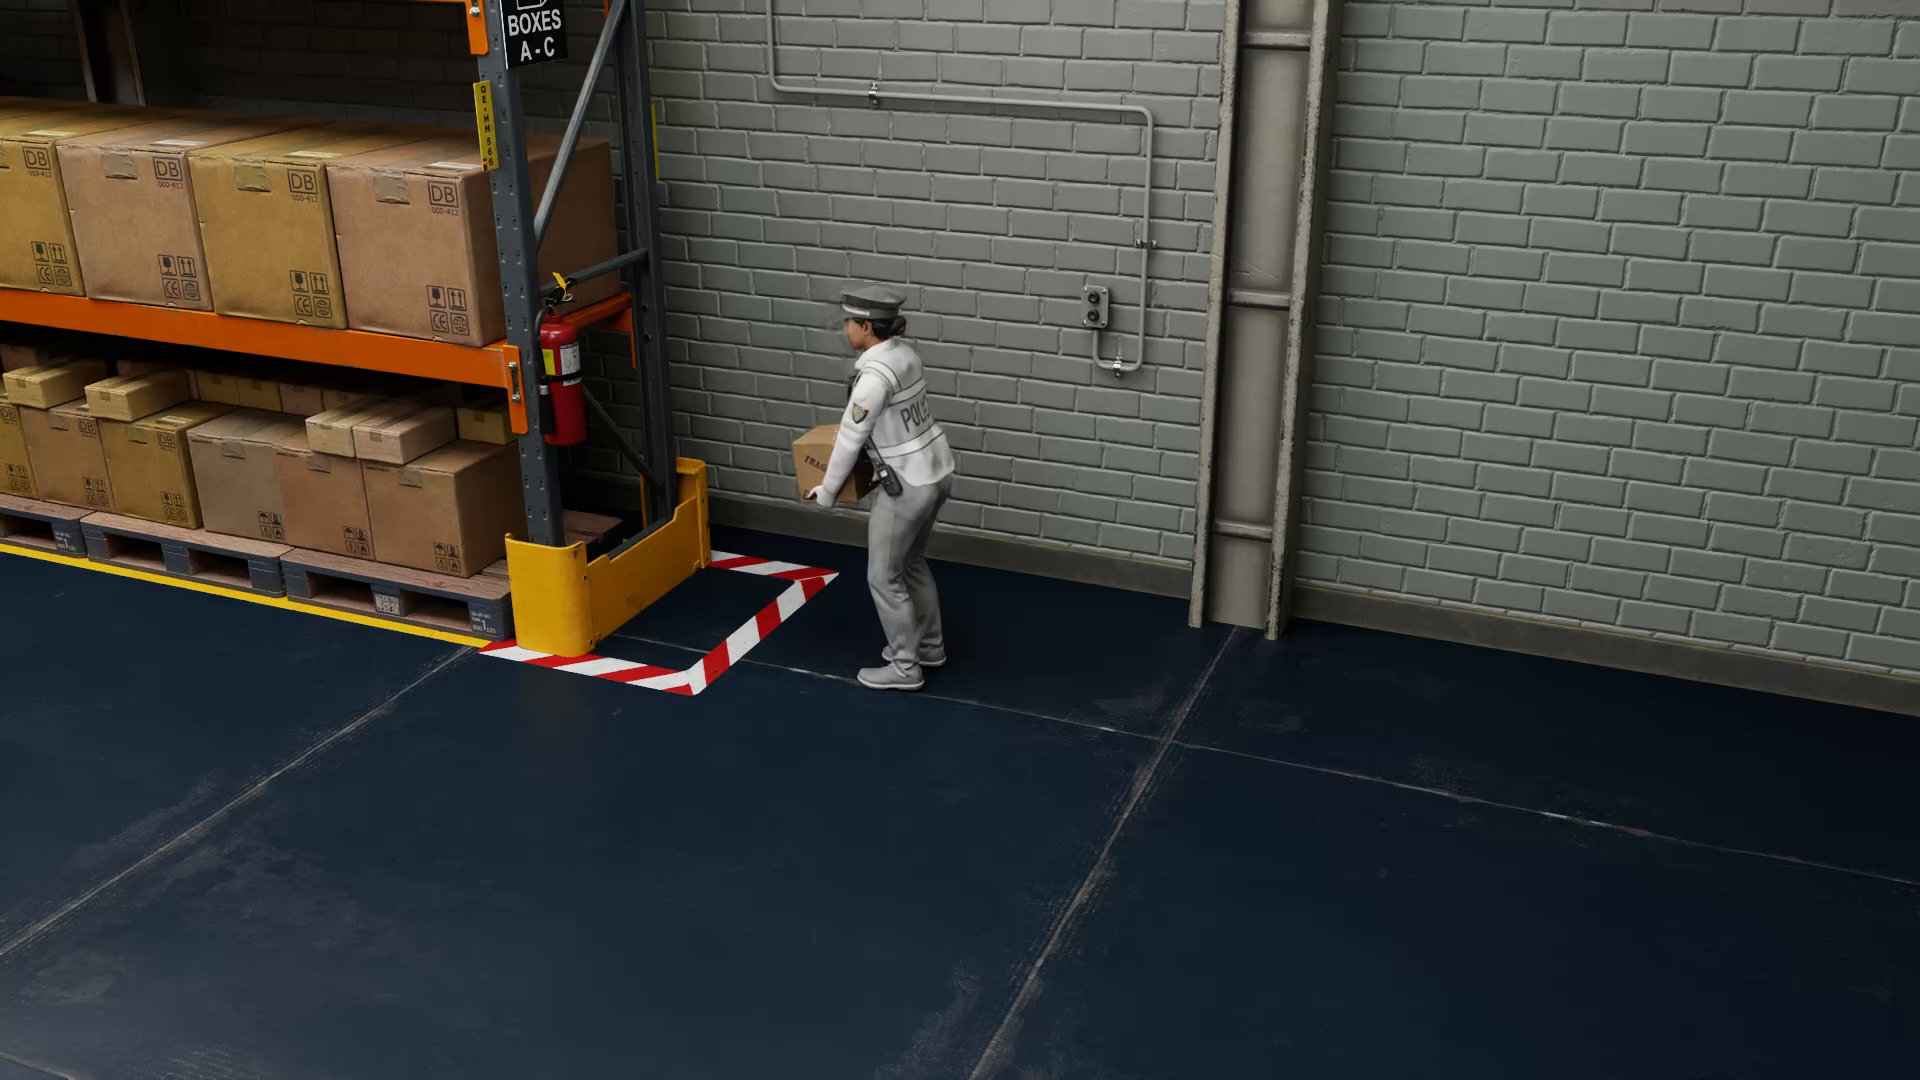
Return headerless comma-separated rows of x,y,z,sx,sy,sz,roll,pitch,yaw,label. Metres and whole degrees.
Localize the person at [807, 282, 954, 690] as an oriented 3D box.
-0.308,-0.209,6.630,0.553,1.647,0.415,8,24,19,person
